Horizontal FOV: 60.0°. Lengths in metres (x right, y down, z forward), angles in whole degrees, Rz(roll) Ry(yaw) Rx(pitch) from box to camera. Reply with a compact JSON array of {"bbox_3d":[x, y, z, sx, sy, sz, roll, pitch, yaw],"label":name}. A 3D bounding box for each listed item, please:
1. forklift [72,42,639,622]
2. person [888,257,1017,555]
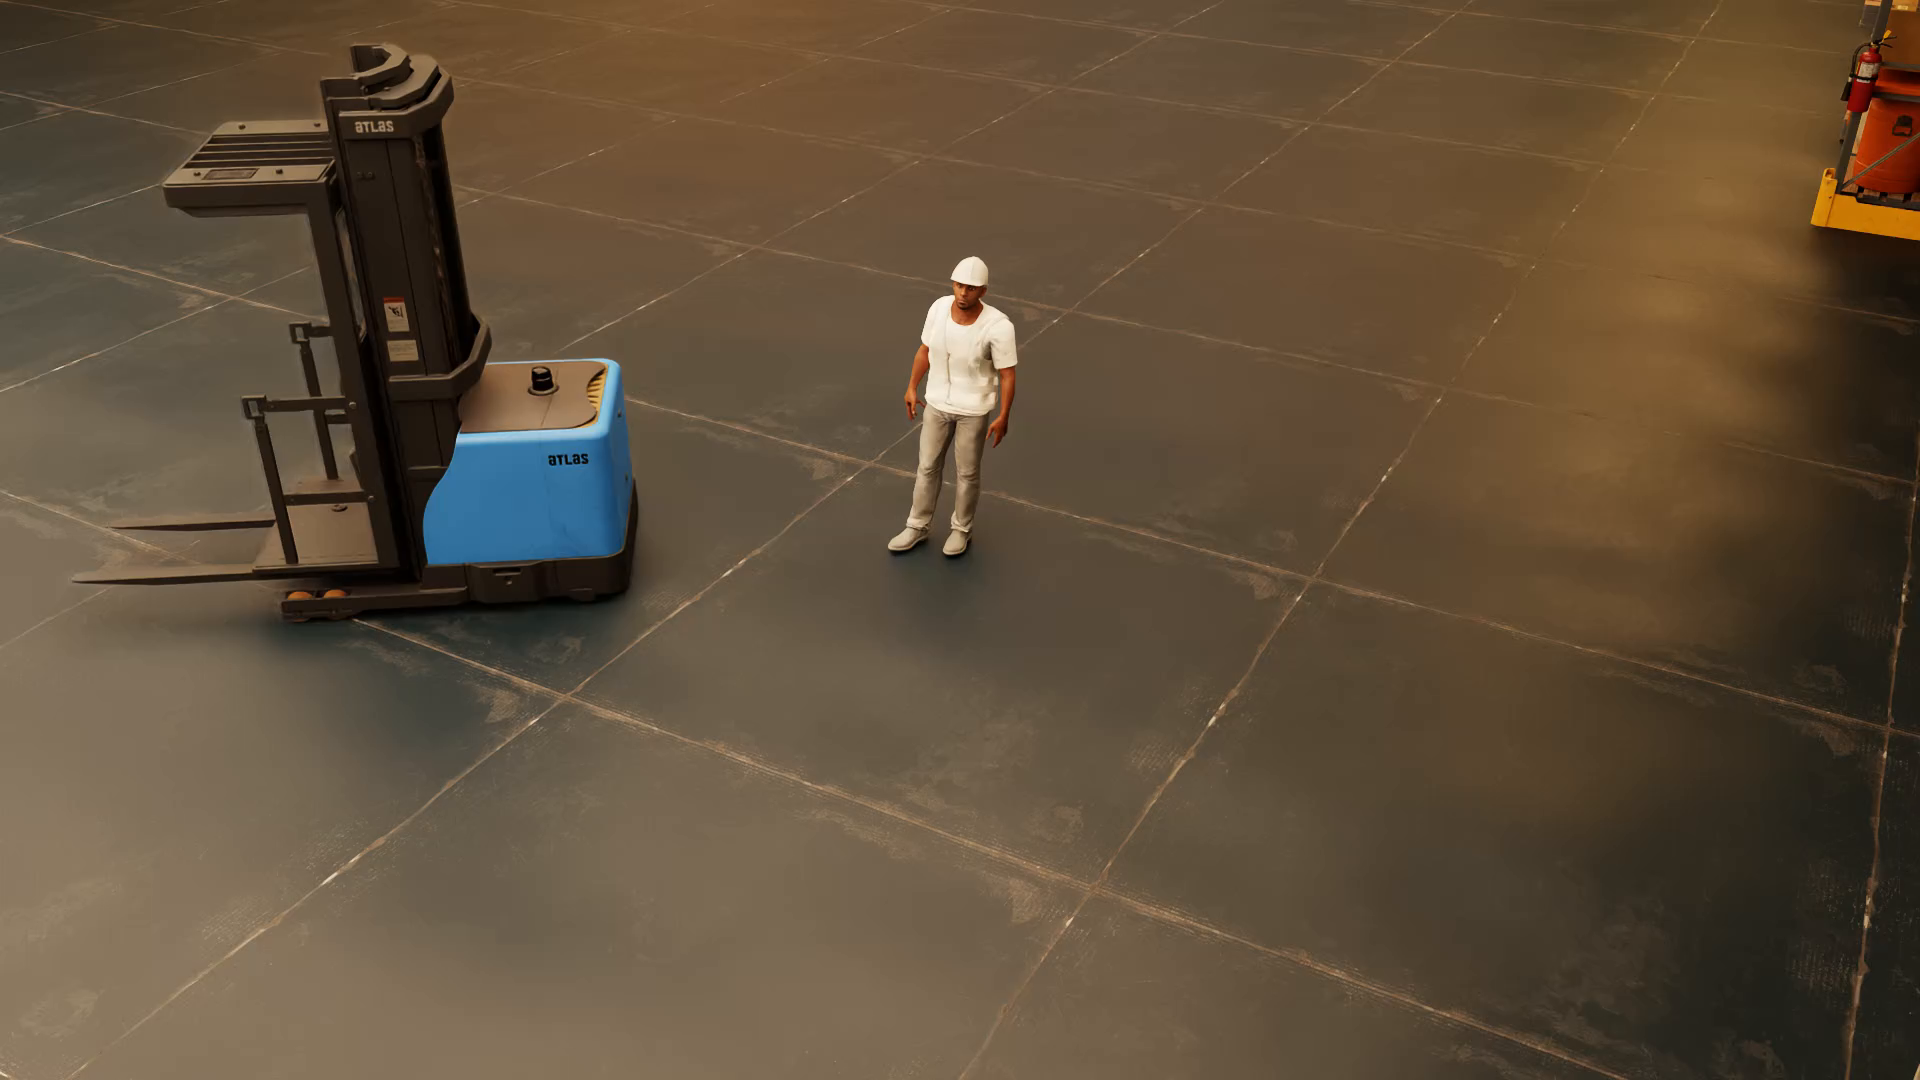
[{"bbox_3d":[-3.427,-1.094,8.966,3.031,2.935,1.130,-3,30,-5],"label":"forklift"},{"bbox_3d":[-0.038,-0.742,9.507,0.666,1.768,0.575,15,33,25],"label":"person"}]
